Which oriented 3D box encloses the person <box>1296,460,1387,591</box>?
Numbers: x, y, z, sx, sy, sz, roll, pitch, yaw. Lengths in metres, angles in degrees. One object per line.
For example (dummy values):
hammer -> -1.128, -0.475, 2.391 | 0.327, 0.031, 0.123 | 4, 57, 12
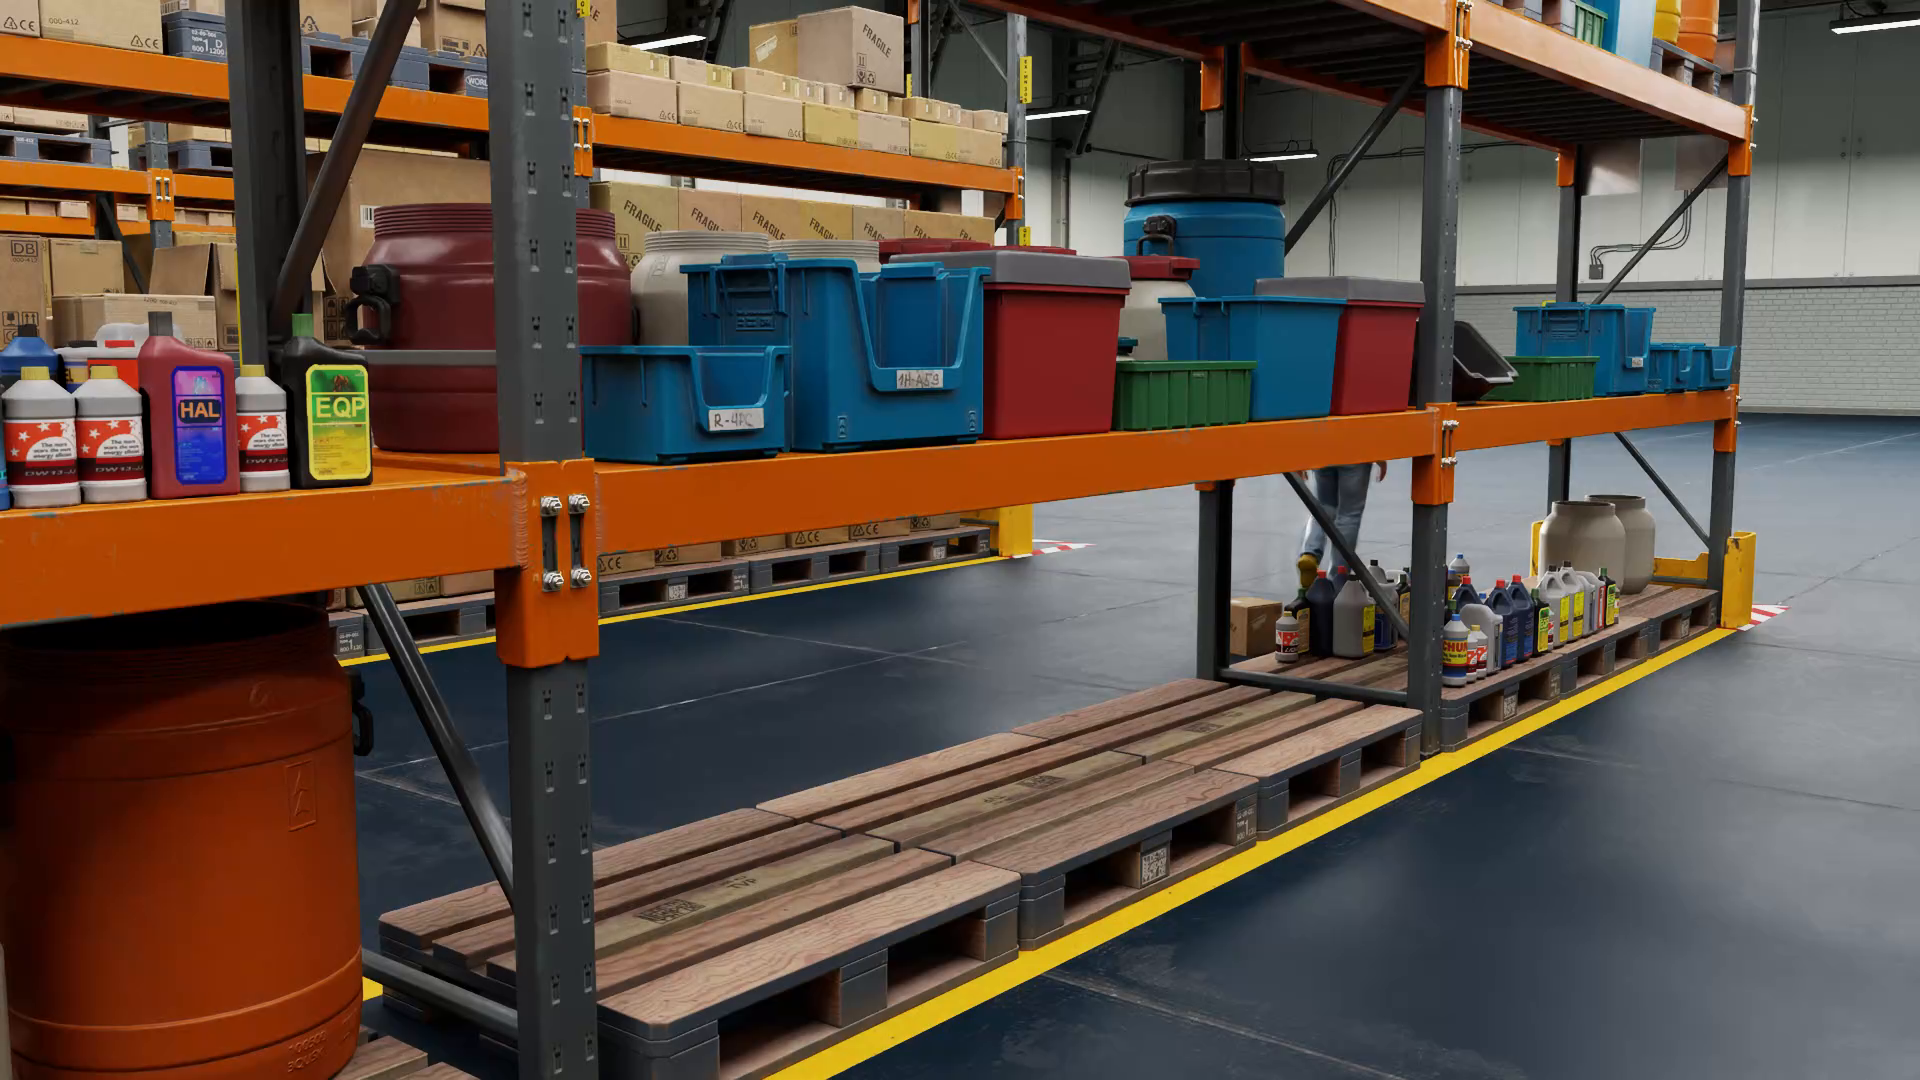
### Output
person -> 2.312, -0.538, 10.084 | 0.565, 1.765, 0.471 | 5, 8, 38
